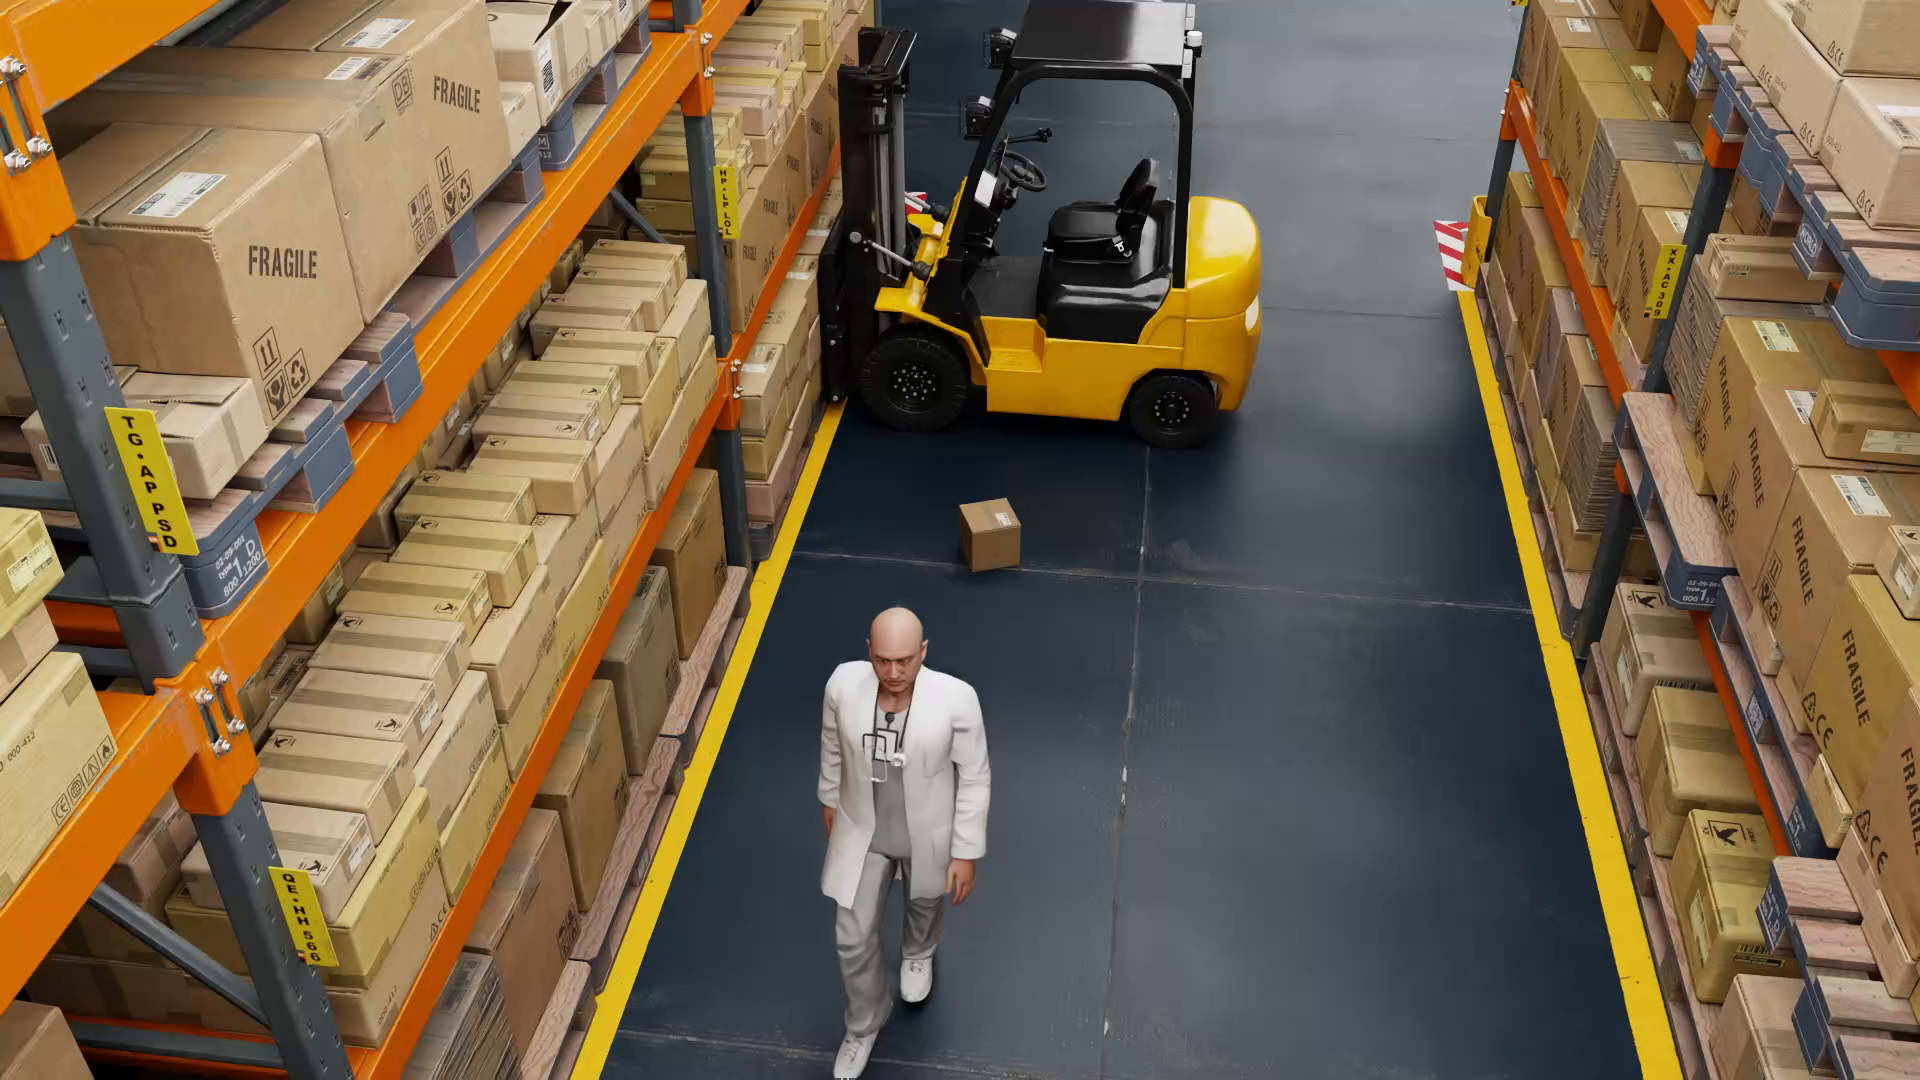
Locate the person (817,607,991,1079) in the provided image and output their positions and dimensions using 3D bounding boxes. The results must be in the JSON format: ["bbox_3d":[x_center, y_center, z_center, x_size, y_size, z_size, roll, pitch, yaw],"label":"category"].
[{"bbox_3d":[-0.209,1.029,5.645,0.622,1.842,0.713,5,36,7],"label":"person"}]
